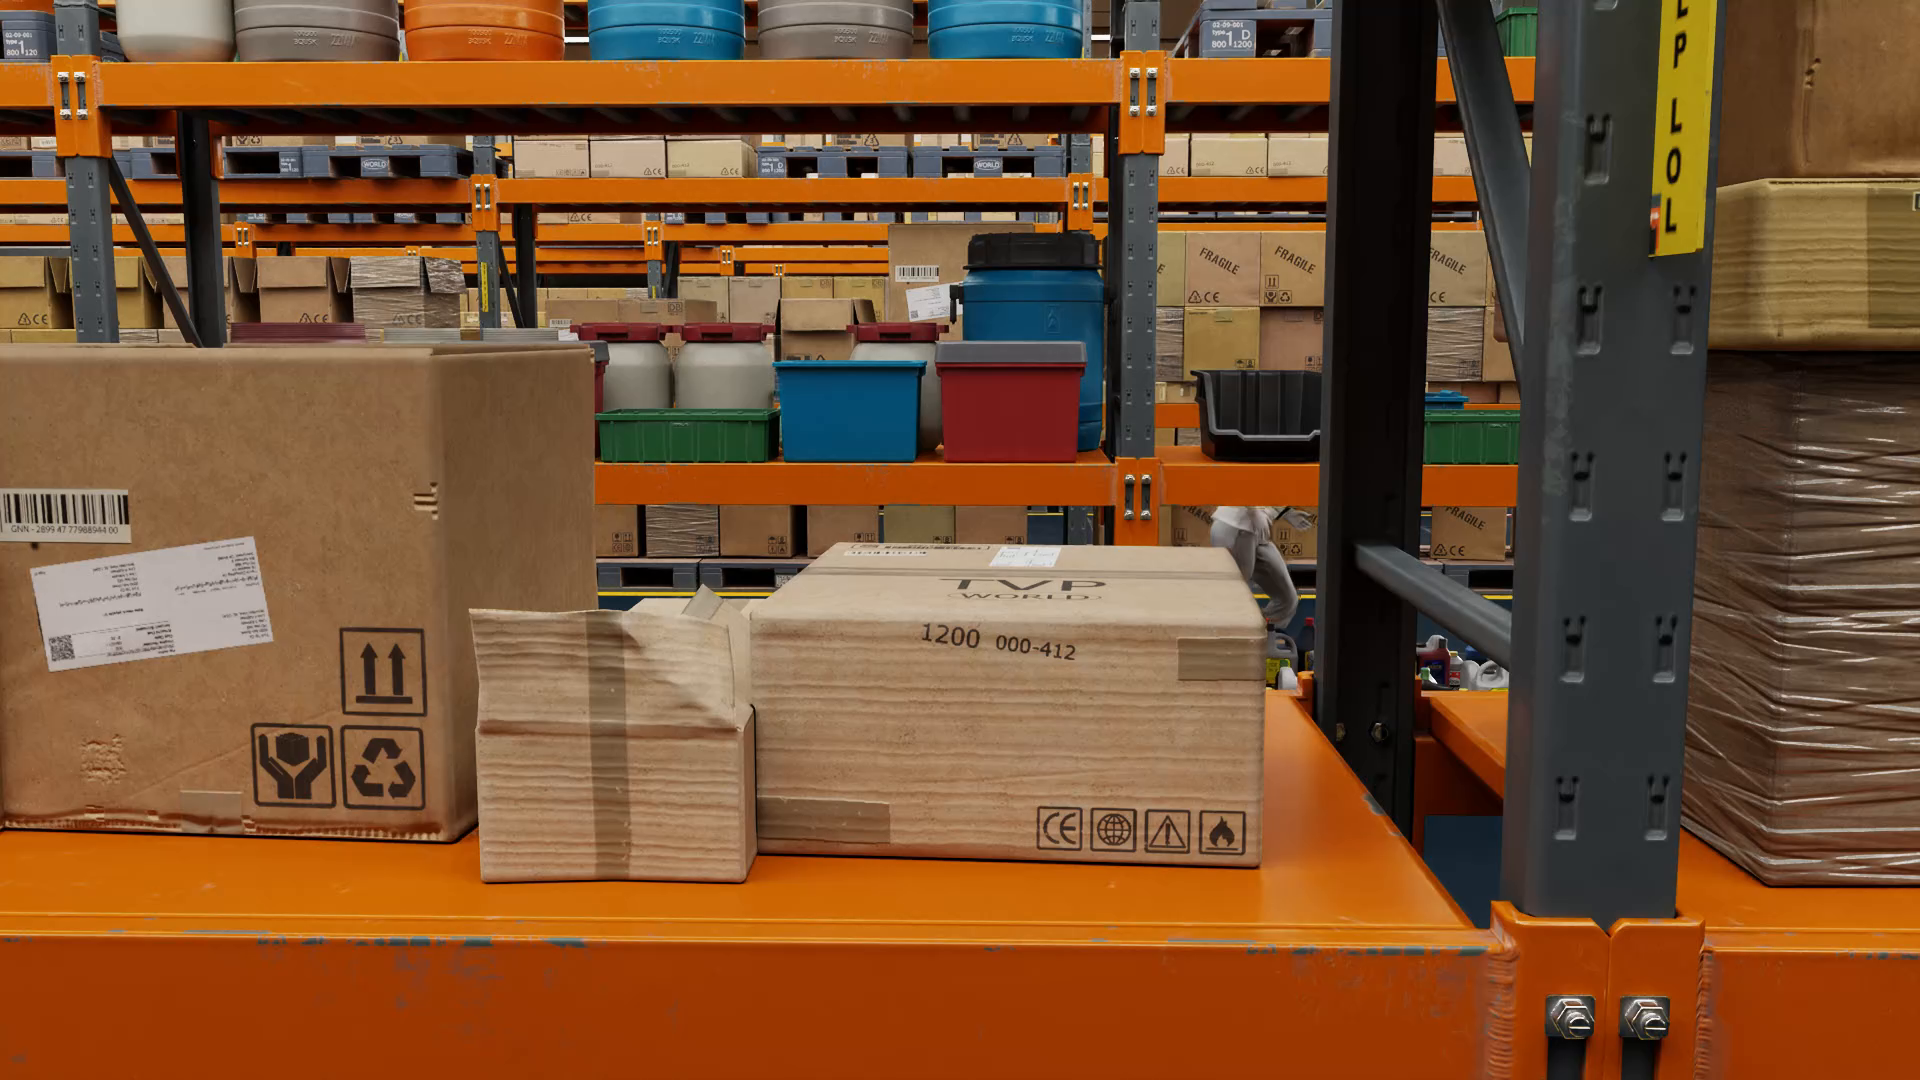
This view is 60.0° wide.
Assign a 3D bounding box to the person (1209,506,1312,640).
[{"bbox_3d":[1.486,0.018,8.405,0.814,1.483,0.629,2,8,13],"label":"person"}]
